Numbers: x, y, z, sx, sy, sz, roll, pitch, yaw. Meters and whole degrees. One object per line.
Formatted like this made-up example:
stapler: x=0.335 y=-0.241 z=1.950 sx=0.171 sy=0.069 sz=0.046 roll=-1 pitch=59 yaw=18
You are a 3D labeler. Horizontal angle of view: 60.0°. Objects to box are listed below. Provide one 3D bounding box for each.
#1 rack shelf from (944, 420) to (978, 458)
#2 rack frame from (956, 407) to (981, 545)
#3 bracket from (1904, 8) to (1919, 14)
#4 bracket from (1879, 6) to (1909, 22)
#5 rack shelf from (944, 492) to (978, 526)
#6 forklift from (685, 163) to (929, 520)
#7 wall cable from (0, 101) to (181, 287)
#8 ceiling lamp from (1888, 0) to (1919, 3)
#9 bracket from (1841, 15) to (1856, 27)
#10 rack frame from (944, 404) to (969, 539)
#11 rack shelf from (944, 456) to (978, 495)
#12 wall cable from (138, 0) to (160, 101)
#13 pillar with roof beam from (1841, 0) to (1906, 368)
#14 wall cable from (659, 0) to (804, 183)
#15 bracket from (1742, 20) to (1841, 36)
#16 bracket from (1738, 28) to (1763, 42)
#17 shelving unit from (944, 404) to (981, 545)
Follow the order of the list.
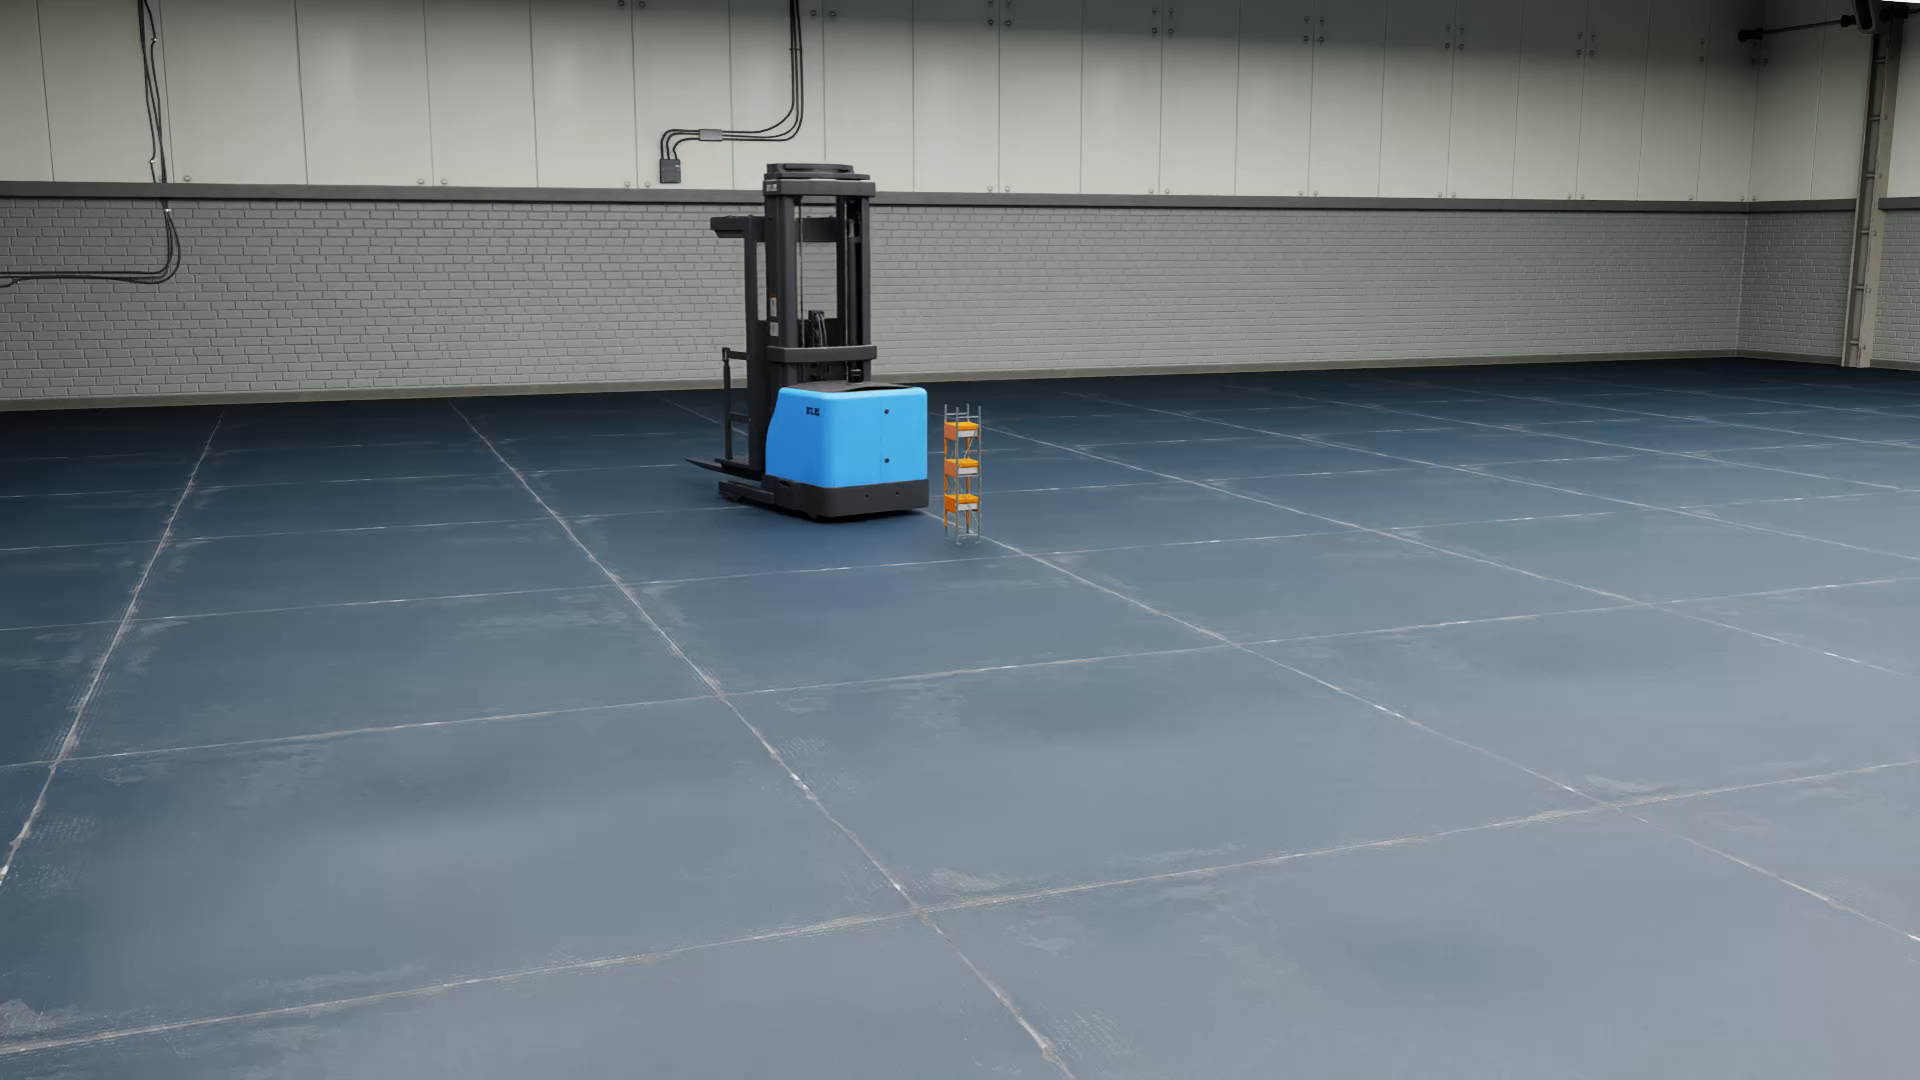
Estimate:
rack shelf: x=0.019 y=-0.777 z=12.731 sx=0.215 sy=0.259 sz=0.240 roll=-4 pitch=11 yaw=-21
rack frame: x=0.064 y=-0.488 z=12.667 sx=0.200 sy=1.050 sz=0.008 roll=-4 pitch=11 yaw=-21
bracket: x=17.571 y=-8.947 z=27.244 sx=0.076 sy=0.066 sz=4.783 roll=-4 pitch=11 yaw=-21
bracket: x=16.638 y=-9.367 z=29.608 sx=0.235 sy=0.232 sz=0.430 roll=-4 pitch=11 yaw=-21
rack shelf: x=0.019 y=-0.224 z=12.830 sx=0.215 sy=0.259 sz=0.240 roll=-4 pitch=11 yaw=-21
forklift: x=-1.517 y=-1.823 z=14.800 sx=1.130 sy=2.935 sz=3.031 roll=-7 pitch=12 yaw=-34
wall cable: x=-12.376 y=-4.722 z=22.640 sx=3.097 sy=2.526 sz=0.112 roll=-4 pitch=11 yaw=-21
ceiling lamp: x=13.595 y=-9.634 z=24.601 sx=2.000 sy=3.144 sz=0.800 roll=-4 pitch=11 yaw=-21
bracket: x=16.337 y=-9.503 z=30.370 sx=0.235 sy=0.232 sz=0.430 roll=-4 pitch=11 yaw=-21
rack frame: x=-0.025 y=-0.528 z=12.891 sx=0.200 sy=1.050 sz=0.008 roll=-4 pitch=11 yaw=-21
rack shelf: x=0.019 y=-0.498 z=12.781 sx=0.215 sy=0.259 sz=0.240 roll=-4 pitch=11 yaw=-21
wall cable: x=-9.855 y=-7.381 z=23.163 sx=3.097 sy=2.526 sz=0.112 roll=-4 pitch=11 yaw=-21
pillar with roof beam: x=12.806 y=-7.412 z=28.895 sx=9.100 sy=9.000 sz=0.548 roll=-4 pitch=11 yaw=-21
wall cable: x=-3.522 y=-8.525 z=25.443 sx=2.305 sy=6.003 sz=0.169 roll=-4 pitch=11 yaw=-21
bracket: x=15.692 y=-9.793 z=32.003 sx=0.076 sy=0.066 sz=3.189 roll=-4 pitch=11 yaw=-21
bracket: x=15.478 y=-9.890 z=32.545 sx=0.235 sy=0.232 sz=0.430 roll=-4 pitch=11 yaw=-21
shelving unit: x=0.019 y=-0.508 z=12.779 sx=0.215 sy=1.050 sz=0.252 roll=-4 pitch=11 yaw=-21
